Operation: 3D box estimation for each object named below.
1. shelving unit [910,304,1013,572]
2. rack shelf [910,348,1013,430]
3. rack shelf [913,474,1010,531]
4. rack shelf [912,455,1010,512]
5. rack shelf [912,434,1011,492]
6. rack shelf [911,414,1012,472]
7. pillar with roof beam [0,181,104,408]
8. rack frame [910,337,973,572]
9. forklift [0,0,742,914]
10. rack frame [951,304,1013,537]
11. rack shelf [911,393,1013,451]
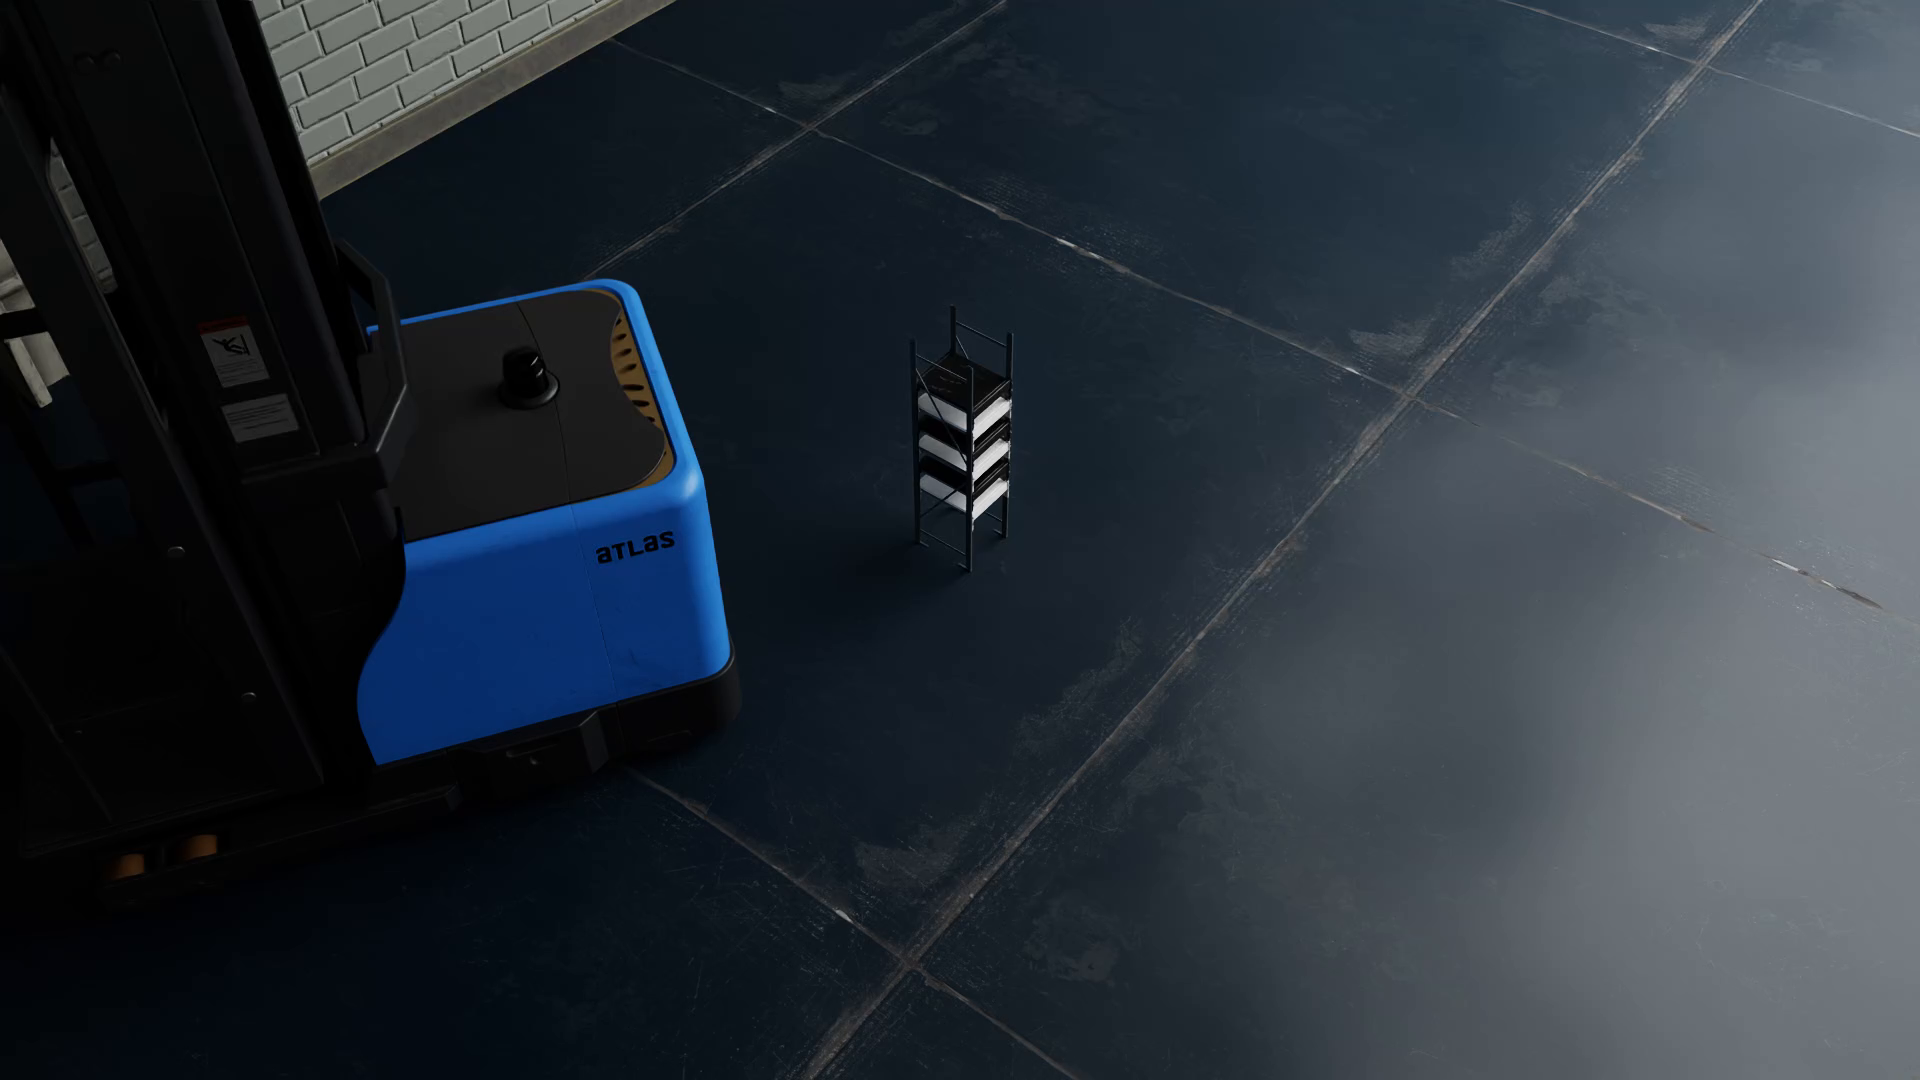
[{"bbox_3d":[0.005,-0.315,5.429,0.258,0.900,0.210,29,53,25],"label":"shelving unit"},{"bbox_3d":[0.005,-0.479,5.258,0.258,0.077,0.200,29,53,25],"label":"rack shelf"},{"bbox_3d":[0.005,-0.168,5.583,0.258,0.077,0.200,29,53,25],"label":"rack shelf"},{"bbox_3d":[0.005,-0.230,5.518,0.258,0.077,0.200,29,53,25],"label":"rack shelf"},{"bbox_3d":[0.005,-0.292,5.453,0.258,0.077,0.200,29,53,25],"label":"rack shelf"},{"bbox_3d":[0.005,-0.355,5.388,0.258,0.077,0.200,29,53,25],"label":"rack shelf"},{"bbox_3d":[-0.037,-1.877,1.320,9.100,9.000,0.400,29,53,25],"label":"pillar with roof beam"},{"bbox_3d":[-0.057,-0.257,5.373,0.240,0.900,0.006,29,53,25],"label":"rack frame"},{"bbox_3d":[-2.250,-0.397,4.102,3.031,2.935,1.130,-14,48,-13],"label":"forklift"},{"bbox_3d":[0.067,-0.374,5.485,0.240,0.900,0.006,29,53,25],"label":"rack frame"},{"bbox_3d":[0.005,-0.417,5.323,0.258,0.077,0.200,29,53,25],"label":"rack shelf"}]
